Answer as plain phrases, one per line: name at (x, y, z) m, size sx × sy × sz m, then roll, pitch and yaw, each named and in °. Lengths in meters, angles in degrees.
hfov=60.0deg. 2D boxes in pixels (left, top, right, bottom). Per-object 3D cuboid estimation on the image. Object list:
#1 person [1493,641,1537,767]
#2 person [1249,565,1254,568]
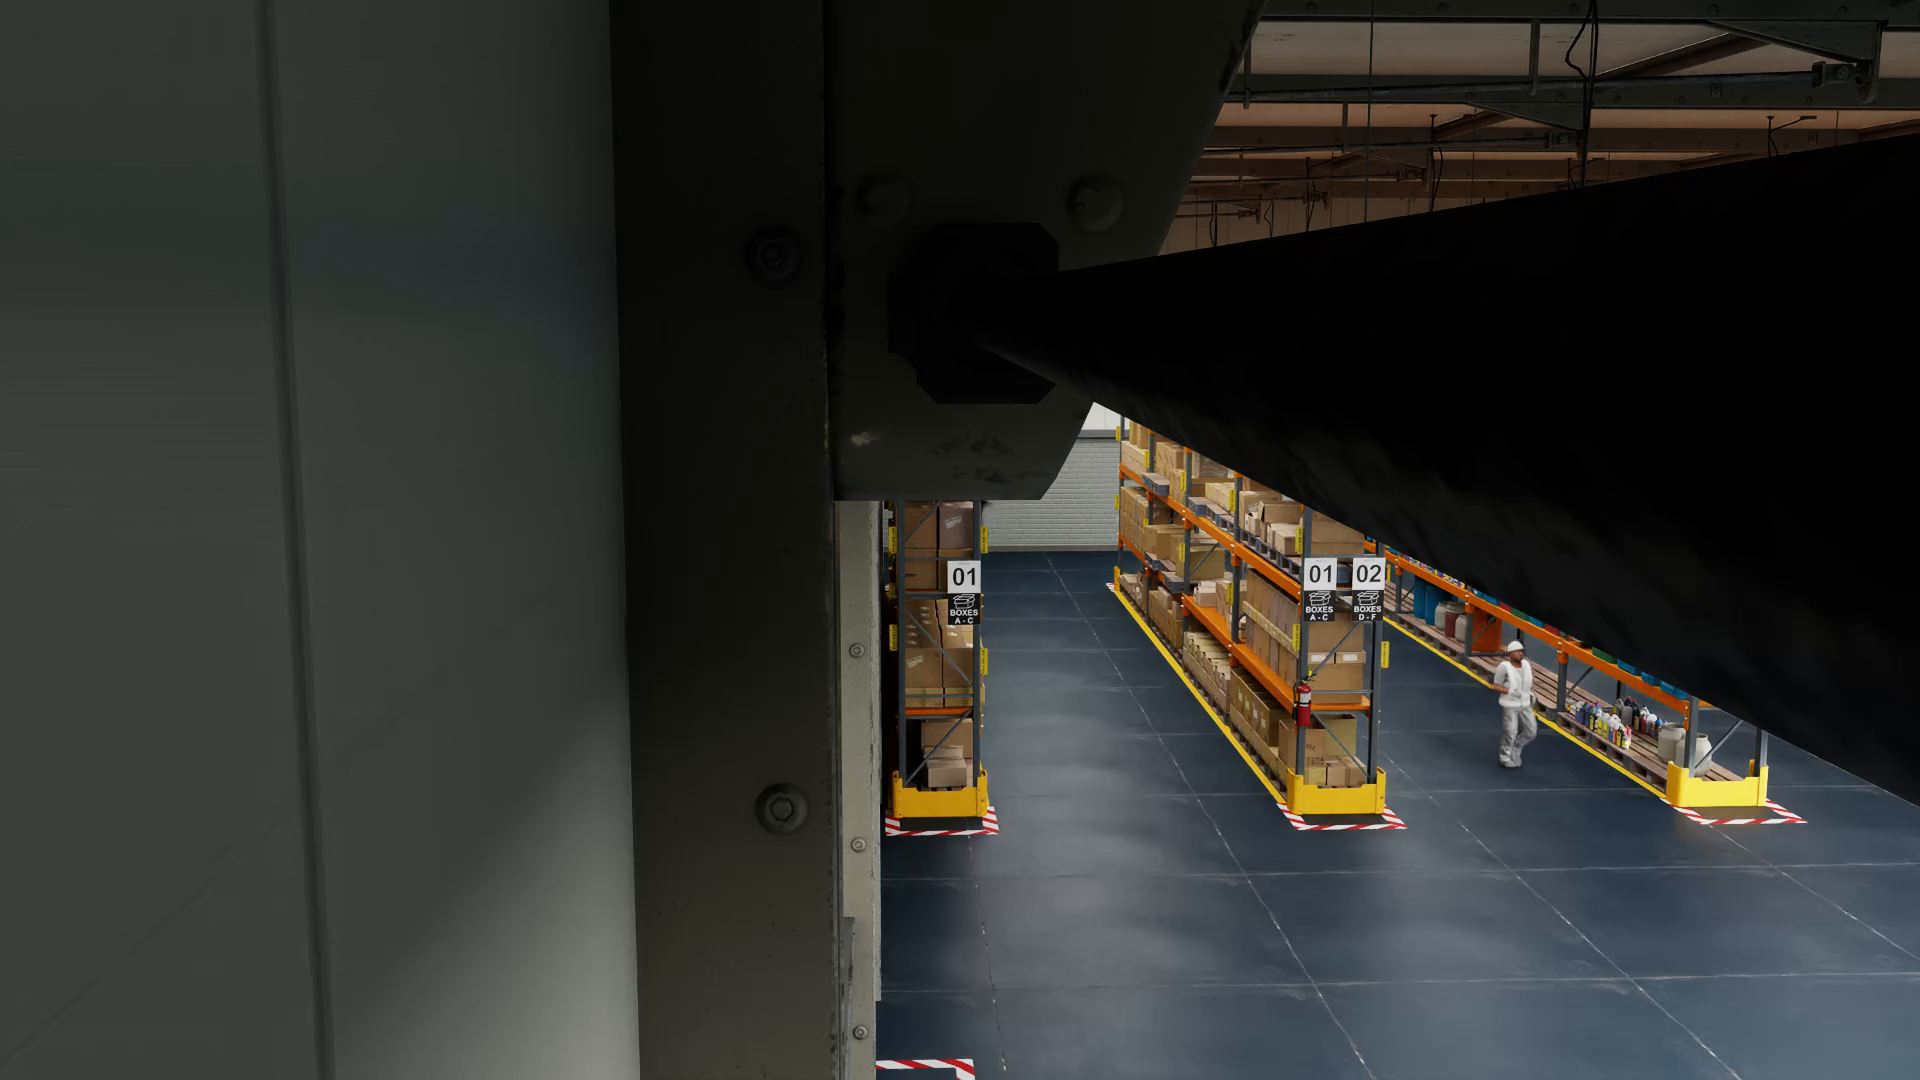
person at (7.529, 2.240, 22.421) m, size 0.665 × 1.746 × 0.614 m, roll -2°, pitch 8°, yaw -14°
person at (6.110, 0.751, 33.317) m, size 0.650 × 1.611 × 0.559 m, roll -2°, pitch 8°, yaw -11°
